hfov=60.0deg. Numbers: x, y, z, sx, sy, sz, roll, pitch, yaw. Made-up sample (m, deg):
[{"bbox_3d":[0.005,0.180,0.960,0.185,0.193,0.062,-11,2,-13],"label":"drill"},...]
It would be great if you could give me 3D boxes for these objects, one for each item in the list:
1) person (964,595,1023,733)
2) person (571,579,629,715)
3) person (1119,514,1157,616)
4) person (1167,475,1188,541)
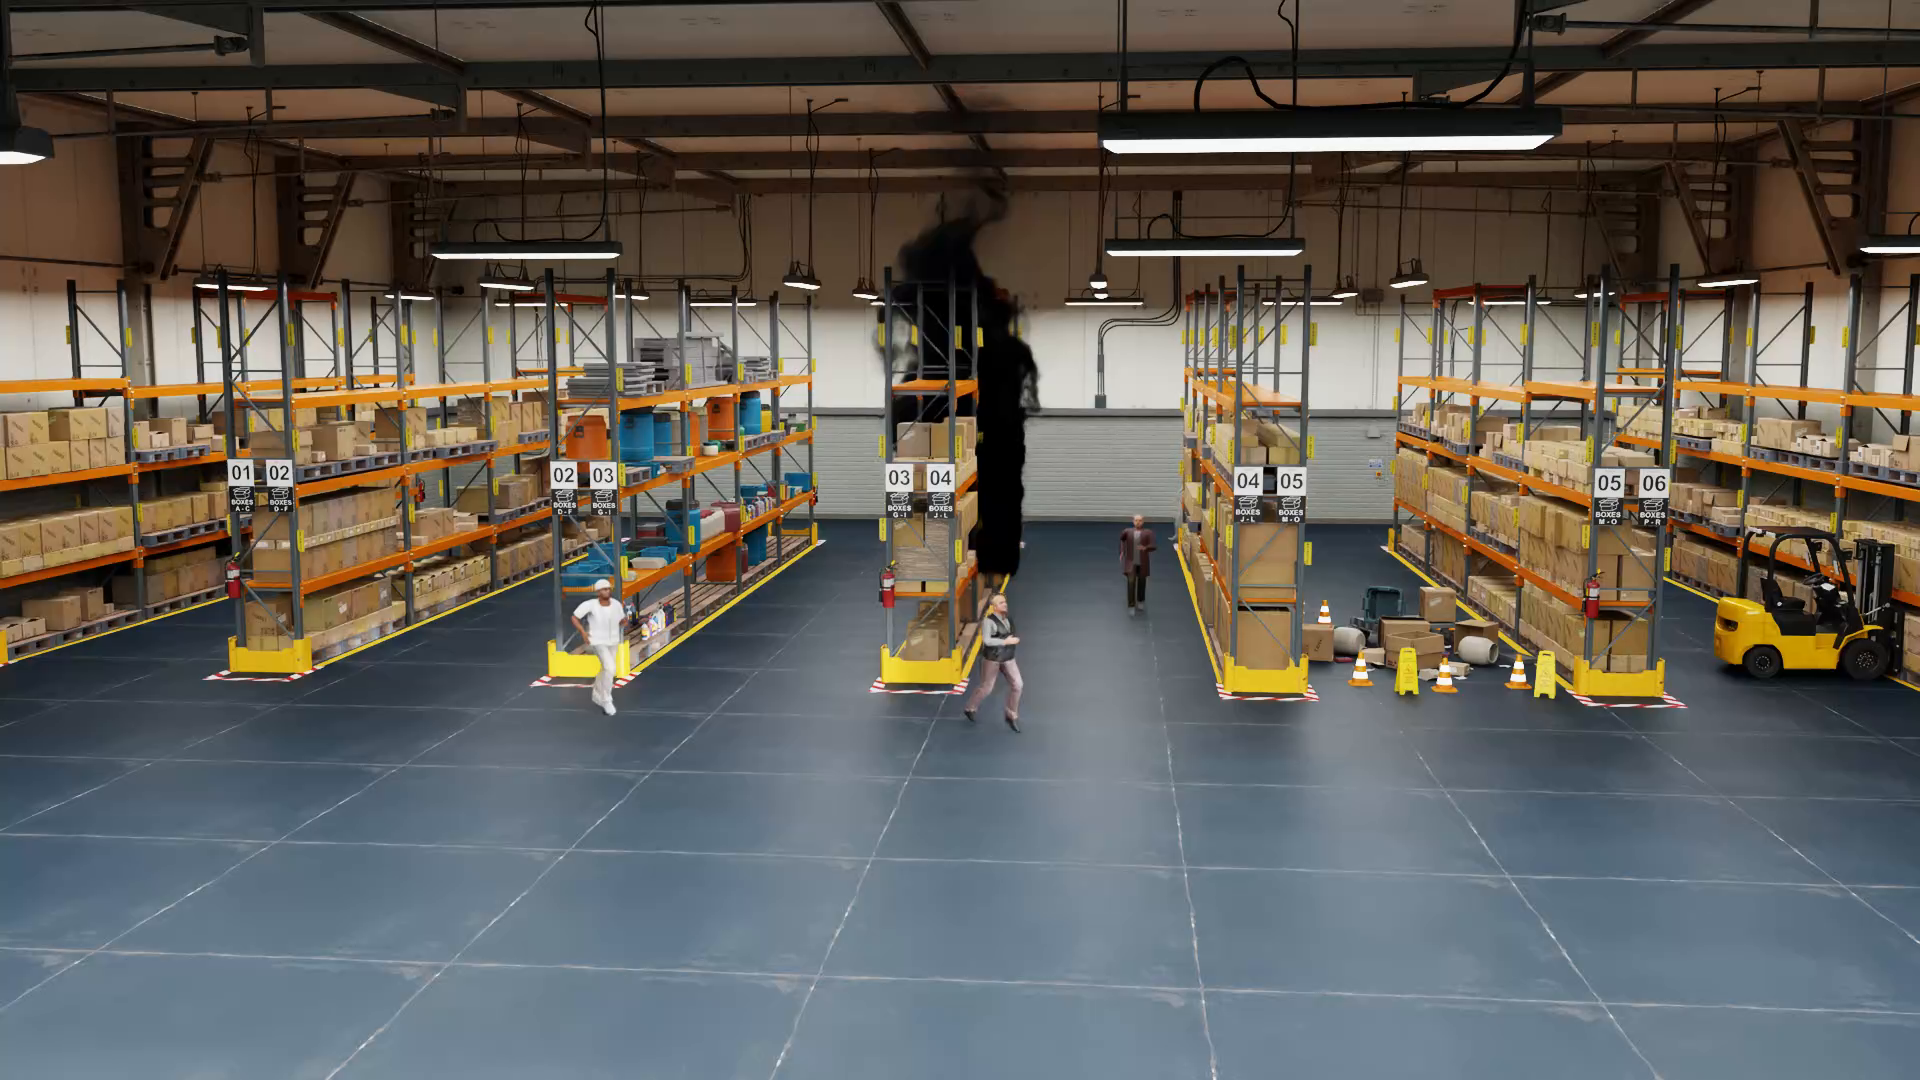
[{"bbox_3d":[0.474,1.571,21.330,0.664,1.770,0.900,-6,9,-42],"label":"person"},{"bbox_3d":[-4.773,1.421,22.341,0.735,1.809,0.685,6,9,41],"label":"person"},{"bbox_3d":[3.219,0.478,30.183,0.694,1.693,0.992,1,7,7],"label":"person"},{"bbox_3d":[5.592,-0.796,40.832,0.962,1.702,0.738,1,7,6],"label":"person"}]
